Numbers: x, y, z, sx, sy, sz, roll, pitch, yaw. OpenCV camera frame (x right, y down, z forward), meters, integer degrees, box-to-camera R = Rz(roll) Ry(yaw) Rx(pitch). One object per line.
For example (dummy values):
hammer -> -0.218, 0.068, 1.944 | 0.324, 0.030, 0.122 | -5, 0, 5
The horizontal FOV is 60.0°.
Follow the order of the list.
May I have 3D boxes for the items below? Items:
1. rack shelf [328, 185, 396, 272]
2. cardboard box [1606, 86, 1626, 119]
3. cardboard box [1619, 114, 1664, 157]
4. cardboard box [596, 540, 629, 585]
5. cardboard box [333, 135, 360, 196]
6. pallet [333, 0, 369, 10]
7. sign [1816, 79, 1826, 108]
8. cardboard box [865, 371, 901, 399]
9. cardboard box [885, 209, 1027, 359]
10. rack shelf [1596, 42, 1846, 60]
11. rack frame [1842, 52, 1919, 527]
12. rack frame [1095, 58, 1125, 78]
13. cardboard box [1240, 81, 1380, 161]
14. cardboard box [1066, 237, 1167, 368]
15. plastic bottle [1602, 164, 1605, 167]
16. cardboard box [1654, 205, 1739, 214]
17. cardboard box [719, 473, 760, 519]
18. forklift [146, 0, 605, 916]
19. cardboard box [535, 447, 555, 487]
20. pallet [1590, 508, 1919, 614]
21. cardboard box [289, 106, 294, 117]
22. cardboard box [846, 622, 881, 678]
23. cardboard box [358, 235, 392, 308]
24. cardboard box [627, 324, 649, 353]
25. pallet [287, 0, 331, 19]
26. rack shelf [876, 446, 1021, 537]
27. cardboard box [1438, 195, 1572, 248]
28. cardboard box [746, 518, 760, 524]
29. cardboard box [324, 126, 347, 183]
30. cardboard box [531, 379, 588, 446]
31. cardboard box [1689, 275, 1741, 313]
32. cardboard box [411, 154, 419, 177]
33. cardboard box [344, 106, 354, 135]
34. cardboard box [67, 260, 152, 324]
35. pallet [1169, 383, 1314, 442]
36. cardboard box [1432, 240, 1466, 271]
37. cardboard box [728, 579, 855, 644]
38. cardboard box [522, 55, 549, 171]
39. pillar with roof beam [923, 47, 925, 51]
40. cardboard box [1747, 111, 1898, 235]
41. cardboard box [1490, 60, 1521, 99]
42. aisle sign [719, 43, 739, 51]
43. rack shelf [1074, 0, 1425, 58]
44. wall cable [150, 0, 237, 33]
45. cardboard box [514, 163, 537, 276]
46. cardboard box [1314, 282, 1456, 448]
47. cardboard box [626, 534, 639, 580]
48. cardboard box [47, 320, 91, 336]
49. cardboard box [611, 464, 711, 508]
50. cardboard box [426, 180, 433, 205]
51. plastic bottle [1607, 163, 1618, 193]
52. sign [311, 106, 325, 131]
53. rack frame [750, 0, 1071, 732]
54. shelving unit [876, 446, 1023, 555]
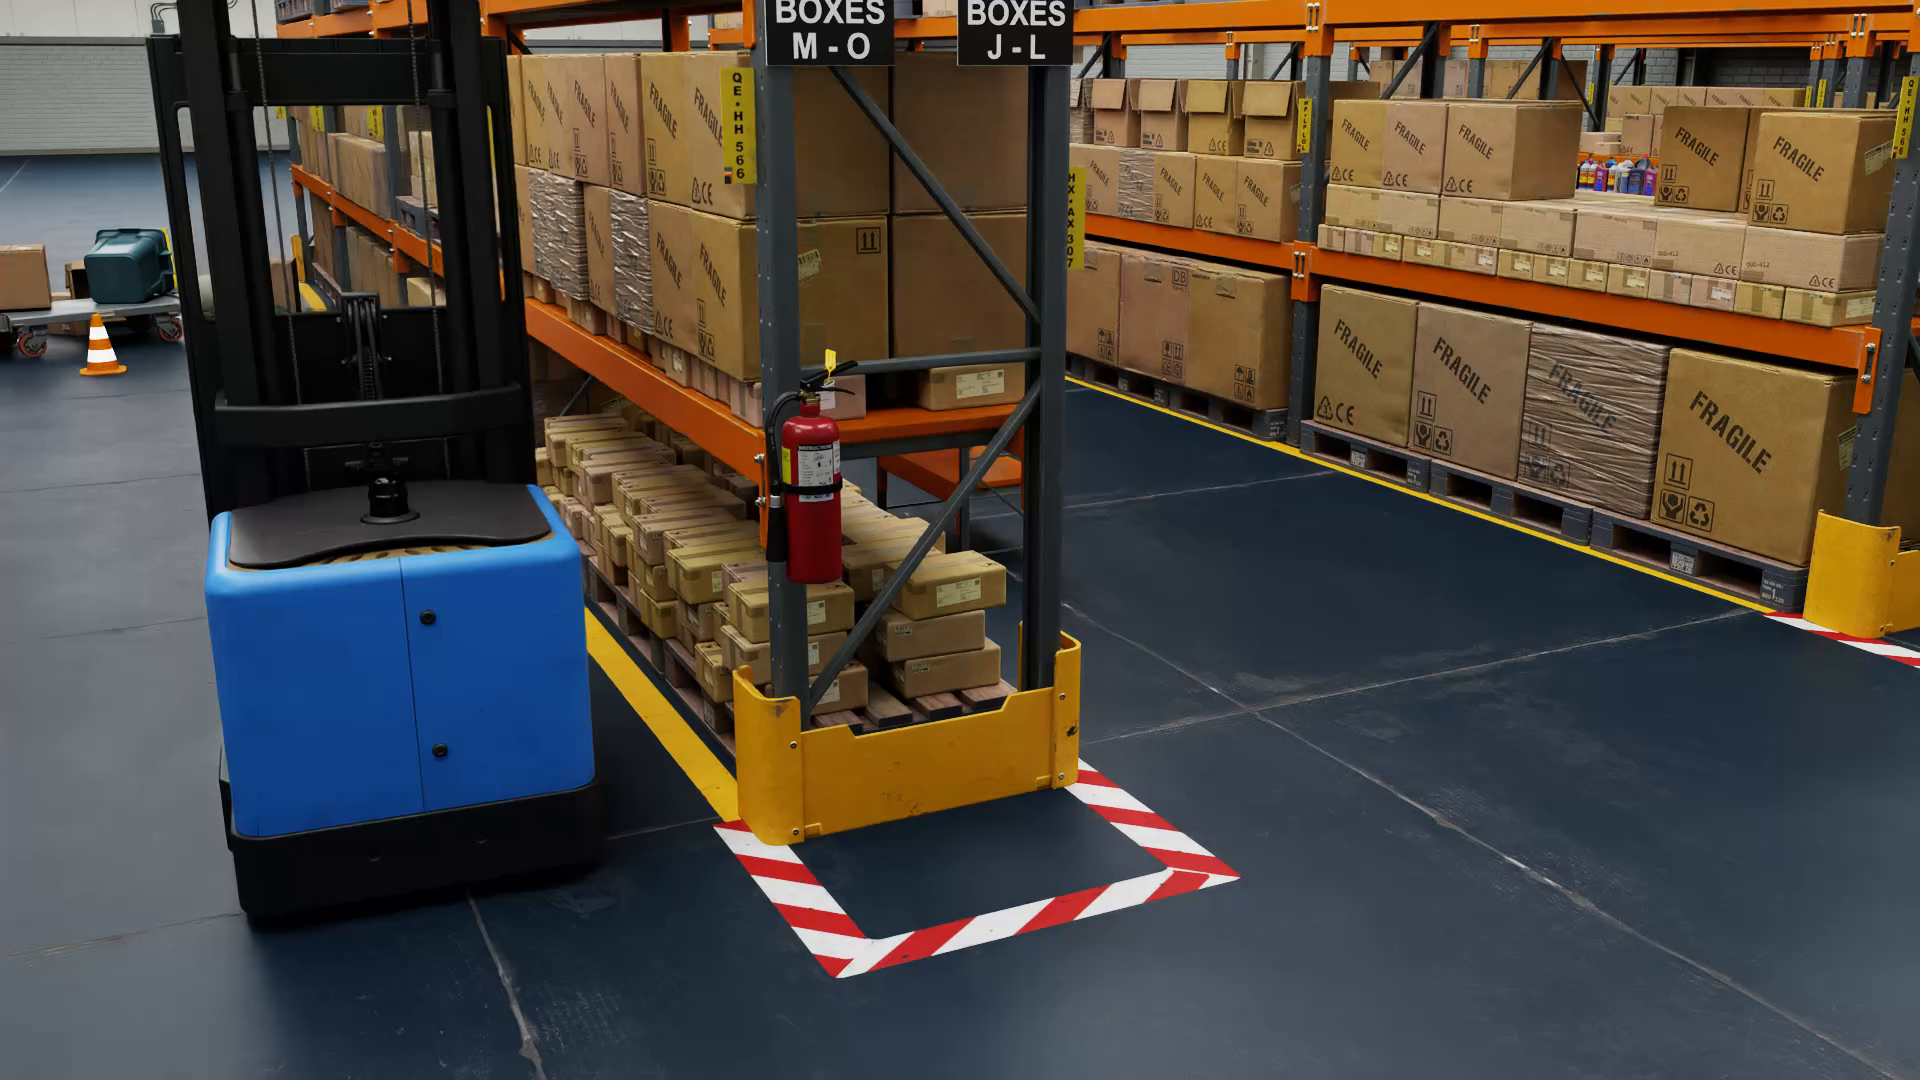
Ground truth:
rack shelf -> -4.513, -2.683, 13.965 | 1.077, 0.370, 4.000 | -8, 18, -25
cardboard box -> 10.659, -7.029, 26.684 | 0.500, 0.500, 0.500 | -8, 18, -25
cardboard box -> 8.573, -5.020, 20.624 | 0.500, 0.500, 0.500 | -6, 17, -21
cardboard box -> -1.409, 0.074, 7.463 | 0.380, 0.149, 0.250 | -8, 18, -26
cardboard box -> -5.179, -3.284, 14.576 | 0.500, 0.500, 0.500 | -7, 18, -24
pallet -> -3.966, -4.037, 12.284 | 1.213, 0.211, 1.003 | -7, 17, -22
sign -> 9.276, -4.792, 17.911 | 0.100, 0.325, 0.005 | -8, 18, -25
cardboard box -> -0.128, -0.606, 5.880 | 0.380, 0.149, 0.250 | -7, 17, -23
cardboard box -> -0.080, -0.885, 5.674 | 0.500, 0.500, 0.500 | -7, 17, -22
rack shelf -> 11.596, -7.486, 25.266 | 1.077, 0.370, 4.000 | -8, 18, -25
rack frame -> 4.371, -1.123, 7.226 | 1.000, 3.000, 0.127 | -8, 18, -25
rack frame -> 1.814, -5.689, 23.137 | 1.000, 3.000, 0.127 | -8, 18, -25
cardboard box -> 2.332, -2.803, 11.079 | 0.797, 0.503, 0.637 | -8, 18, -26
cardboard box -> 1.534, -1.892, 12.995 | 1.225, 0.875, 0.875 | -8, 18, -25
plastic bottle -> 6.057, -3.449, 15.691 | 0.097, 0.201, 0.097 | 0, 16, 0
cardboard box -> 3.953, -1.599, 8.616 | 0.500, 0.250, 0.500 | -8, 18, -27
cardboard box -> -0.846, -0.212, 7.380 | 0.380, 0.149, 0.250 | -8, 18, -25
forklift -> -2.122, -0.698, 5.871 | 1.130, 2.935, 3.031 | -6, 17, -21
cardboard box -> -2.013, -0.387, 8.527 | 0.380, 0.149, 0.250 | -7, 17, -22
pallet -> 3.951, 0.029, 8.269 | 1.003, 0.211, 1.213 | -8, 18, -25
cardboard box -> -7.014, -5.011, 18.543 | 0.875, 0.550, 0.550 | -8, 18, -25
cardboard box -> -0.262, 0.396, 6.339 | 0.380, 0.149, 0.250 | -8, 18, -25
cardboard box -> -4.617, -2.262, 14.512 | 1.050, 0.750, 0.750 | -8, 18, -25
cardboard box -> -1.145, -0.869, 6.795 | 0.380, 0.149, 0.250 | -7, 18, -24
pallet -> -6.268, -5.430, 16.956 | 1.003, 0.211, 1.213 | -8, 18, -25
rack shelf -> 0.003, -0.304, 8.657 | 0.538, 0.278, 1.000 | -8, 18, -25
cardboard box -> 3.035, -1.786, 9.269 | 0.500, 0.250, 0.500 | -7, 18, -24
cardboard box -> -0.759, -0.002, 7.188 | 0.380, 0.149, 0.250 | -7, 17, -22
cardboard box -> -5.561, -3.686, 15.887 | 0.875, 0.550, 0.550 | -8, 18, -25
cardboard box -> -2.435, -0.694, 9.501 | 0.500, 0.500, 0.500 | -8, 18, -26
cardboard box -> 3.694, -1.178, 7.872 | 0.380, 0.149, 0.250 | -8, 18, -25
cardboard box -> -3.605, -2.612, 11.571 | 0.380, 0.149, 0.250 | -7, 17, -22
cardboard box -> -5.166, -3.931, 15.015 | 0.700, 0.500, 0.500 | -8, 18, -26
cardboard box -> -8.084, -2.398, 15.948 | 0.797, 0.637, 0.503 | -8, 18, -25
pallet -> 2.213, -0.957, 11.702 | 1.003, 0.211, 1.213 | -8, 18, -25
cardboard box -> 2.909, -1.622, 9.420 | 0.380, 0.149, 0.250 | -8, 18, -26
cardboard box -> -0.592, 0.233, 5.829 | 0.380, 0.149, 0.250 | -7, 18, -24
cardboard box -> -1.665, -1.944, 7.555 | 0.500, 0.500, 0.500 | -8, 18, -27
pillar with roof beam -> -5.209, -16.619, 50.349 | 9.100, 9.000, 0.400 | -8, 18, -25
cardboard box -> 3.921, -1.643, 7.413 | 0.500, 0.500, 0.500 | -7, 18, -24
cardboard box -> 7.598, -6.201, 22.387 | 0.700, 0.500, 0.500 | -8, 18, -25
aisle sign -> -2.935, -6.319, 20.620 | 0.394, 0.787, 0.004 | -8, 18, -25
rack shelf -> 1.743, -3.707, 12.096 | 1.077, 0.370, 4.000 | -8, 18, -25
wall cable -> -21.216, -17.001, 45.515 | 2.305, 6.003, 0.169 | -8, 18, -25
cardboard box -> -1.894, -1.578, 8.092 | 0.500, 0.500, 0.500 | -8, 18, -26
cardboard box -> 2.836, -1.122, 10.314 | 0.875, 0.875, 0.875 | -8, 18, -25
cardboard box -> -1.183, 0.059, 6.975 | 0.380, 0.149, 0.250 | -7, 17, -22
cardboard box -> -8.222, -2.048, 15.407 | 0.396, 0.266, 0.258 | 7, 17, 23
cardboard box -> -1.331, -0.223, 7.418 | 0.380, 0.149, 0.250 | -8, 18, -27
cardboard box -> -3.386, -2.345, 11.178 | 0.380, 0.149, 0.250 | -7, 17, -22
plastic bottle -> 5.750, -3.179, 14.622 | 0.097, 0.271, 0.097 | 0, 16, 0
sign -> -5.887, -3.911, 15.228 | 0.100, 0.325, 0.005 | -8, 18, -25
rack frame -> -0.132, -0.549, 5.225 | 1.000, 3.000, 0.127 | -8, 18, -25
shelving unit -> 0.003, -0.539, 8.590 | 0.538, 1.125, 1.048 | -8, 18, -25
